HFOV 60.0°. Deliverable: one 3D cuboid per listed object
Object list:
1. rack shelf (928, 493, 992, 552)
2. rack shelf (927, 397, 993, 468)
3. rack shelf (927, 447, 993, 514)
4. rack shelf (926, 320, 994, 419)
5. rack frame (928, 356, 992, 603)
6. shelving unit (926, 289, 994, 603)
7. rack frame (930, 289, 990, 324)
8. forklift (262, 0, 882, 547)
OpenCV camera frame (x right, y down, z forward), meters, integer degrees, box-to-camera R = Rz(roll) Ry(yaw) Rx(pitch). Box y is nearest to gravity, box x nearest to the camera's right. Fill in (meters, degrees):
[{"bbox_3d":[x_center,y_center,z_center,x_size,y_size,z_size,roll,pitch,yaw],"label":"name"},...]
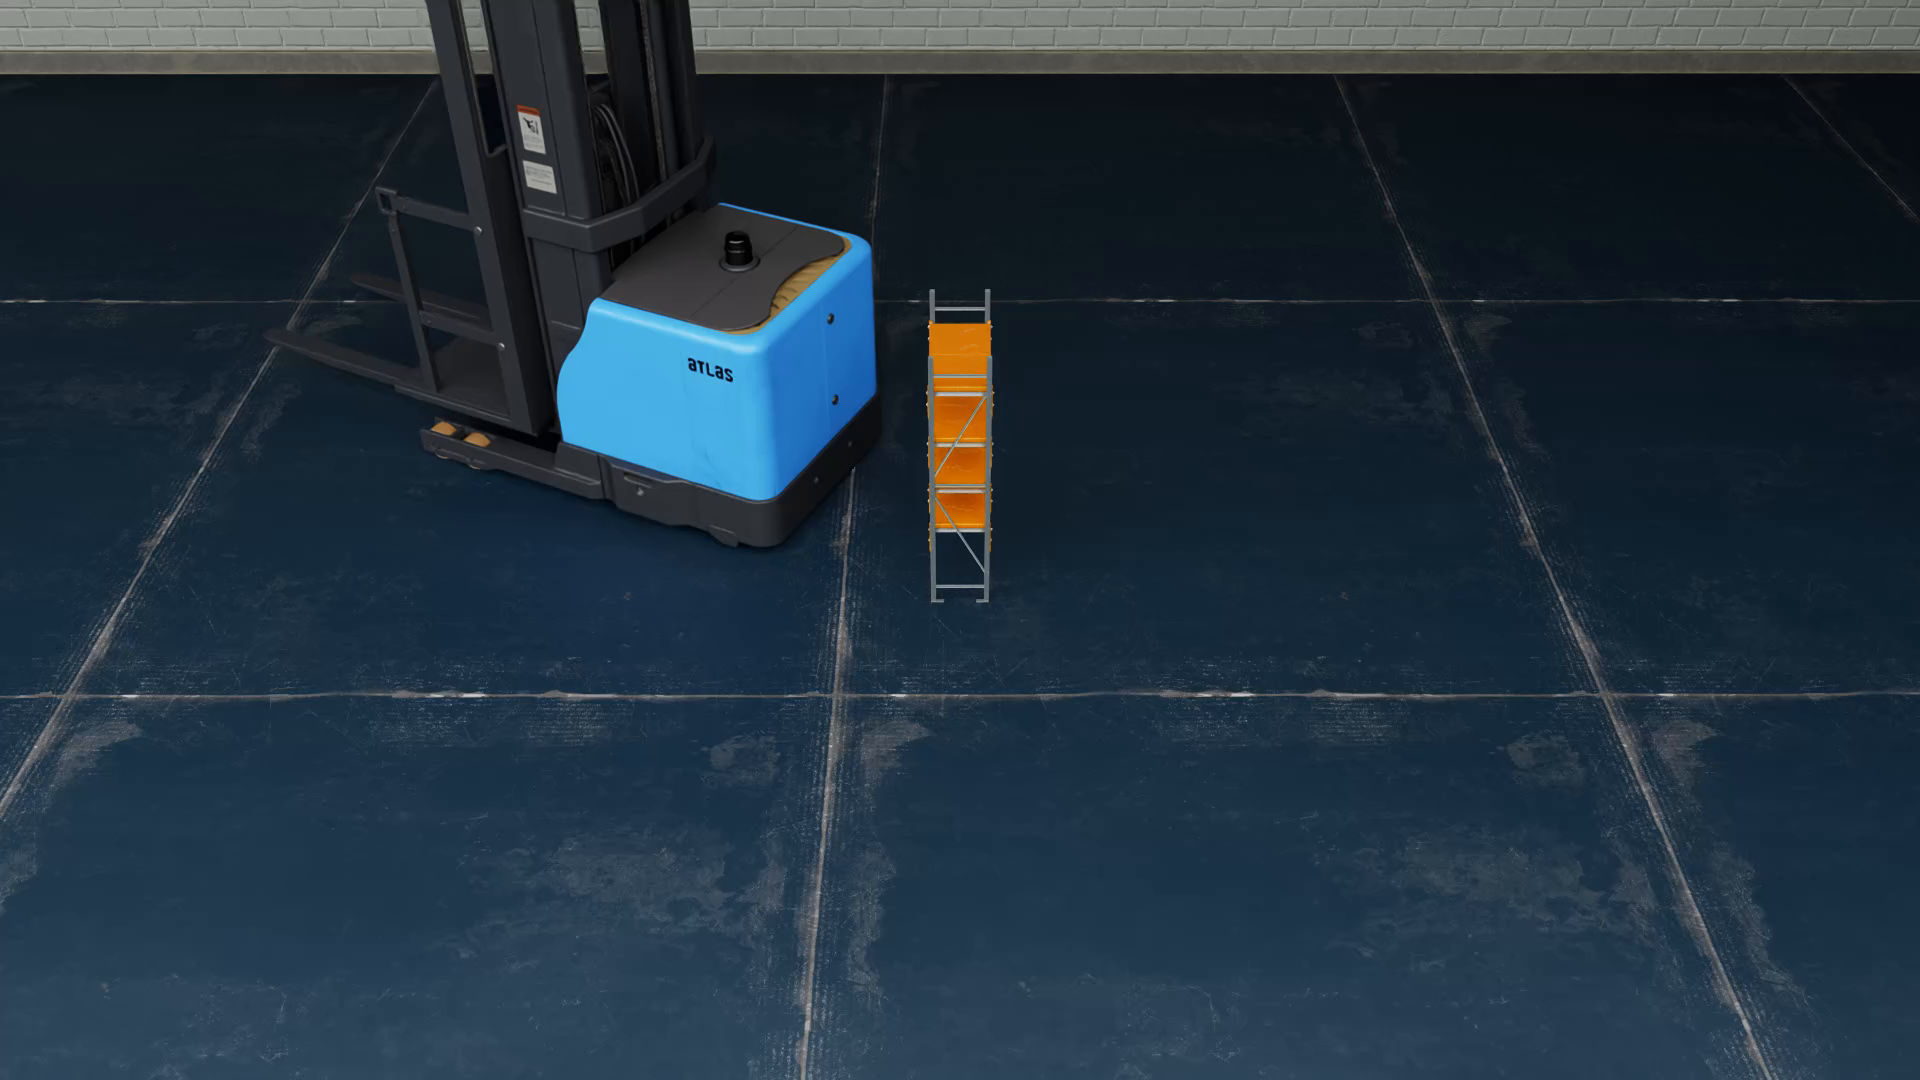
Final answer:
[{"bbox_3d":[0.000,-0.157,6.912,0.258,0.148,0.480,0,39,0],"label":"rack shelf"},{"bbox_3d":[0.000,-0.487,6.648,0.258,0.148,0.480,0,39,0],"label":"rack shelf"},{"bbox_3d":[0.000,-0.312,6.788,0.258,0.148,0.480,0,39,0],"label":"rack shelf"},{"bbox_3d":[0.000,-0.671,6.500,0.258,0.148,0.480,0,39,0],"label":"rack shelf"},{"bbox_3d":[0.000,-0.212,6.555,0.240,1.200,0.015,0,39,0],"label":"rack frame"},{"bbox_3d":[0.000,-0.365,6.746,0.258,1.200,0.503,0,39,0],"label":"shelving unit"},{"bbox_3d":[0.000,-0.517,6.936,0.240,1.200,0.015,0,39,0],"label":"rack frame"},{"bbox_3d":[-1.920,-1.745,7.084,3.031,2.935,1.130,17,42,20],"label":"forklift"}]
